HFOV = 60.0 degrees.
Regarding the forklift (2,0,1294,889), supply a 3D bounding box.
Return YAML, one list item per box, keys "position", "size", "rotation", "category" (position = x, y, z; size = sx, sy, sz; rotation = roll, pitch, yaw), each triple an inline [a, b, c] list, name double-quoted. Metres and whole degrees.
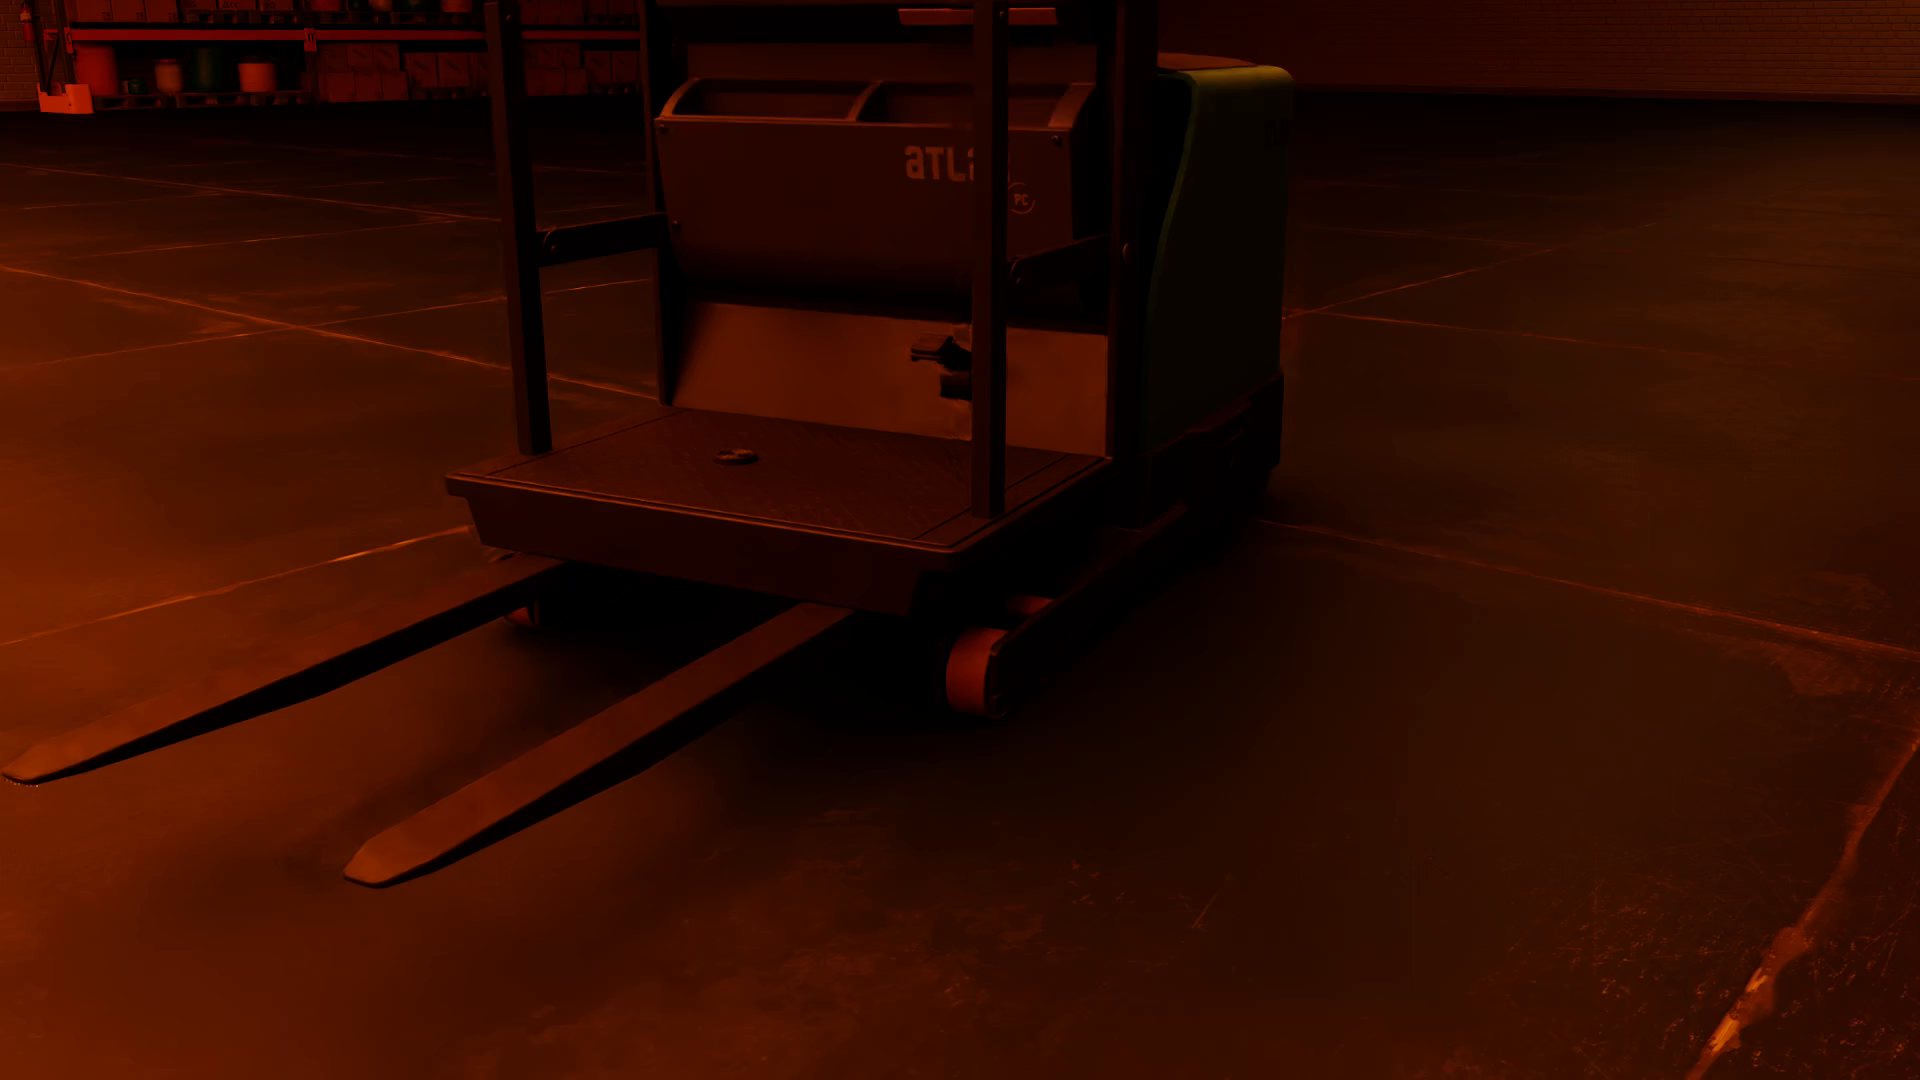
- position: [-0.275, -1.234, 2.960]
  size: [1.130, 2.935, 3.031]
  rotation: [8, 19, 26]
  category: "forklift"
